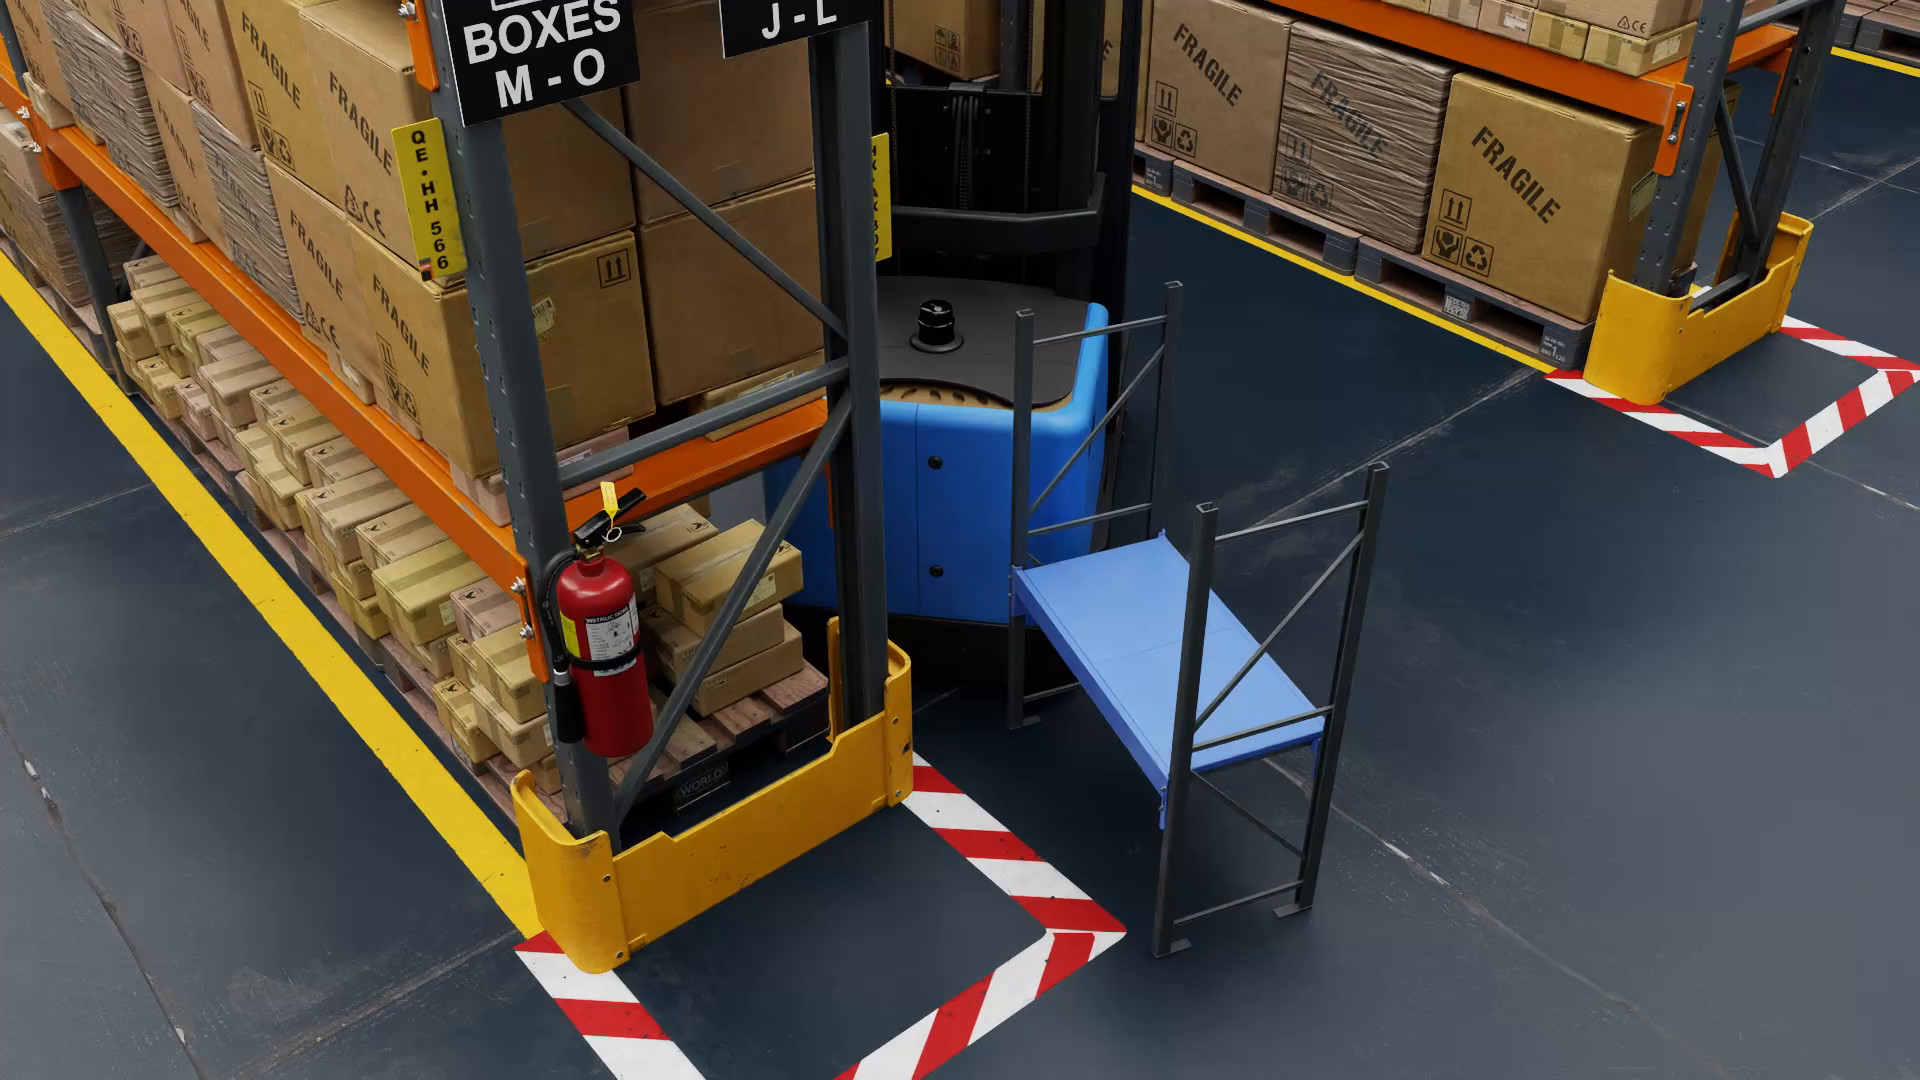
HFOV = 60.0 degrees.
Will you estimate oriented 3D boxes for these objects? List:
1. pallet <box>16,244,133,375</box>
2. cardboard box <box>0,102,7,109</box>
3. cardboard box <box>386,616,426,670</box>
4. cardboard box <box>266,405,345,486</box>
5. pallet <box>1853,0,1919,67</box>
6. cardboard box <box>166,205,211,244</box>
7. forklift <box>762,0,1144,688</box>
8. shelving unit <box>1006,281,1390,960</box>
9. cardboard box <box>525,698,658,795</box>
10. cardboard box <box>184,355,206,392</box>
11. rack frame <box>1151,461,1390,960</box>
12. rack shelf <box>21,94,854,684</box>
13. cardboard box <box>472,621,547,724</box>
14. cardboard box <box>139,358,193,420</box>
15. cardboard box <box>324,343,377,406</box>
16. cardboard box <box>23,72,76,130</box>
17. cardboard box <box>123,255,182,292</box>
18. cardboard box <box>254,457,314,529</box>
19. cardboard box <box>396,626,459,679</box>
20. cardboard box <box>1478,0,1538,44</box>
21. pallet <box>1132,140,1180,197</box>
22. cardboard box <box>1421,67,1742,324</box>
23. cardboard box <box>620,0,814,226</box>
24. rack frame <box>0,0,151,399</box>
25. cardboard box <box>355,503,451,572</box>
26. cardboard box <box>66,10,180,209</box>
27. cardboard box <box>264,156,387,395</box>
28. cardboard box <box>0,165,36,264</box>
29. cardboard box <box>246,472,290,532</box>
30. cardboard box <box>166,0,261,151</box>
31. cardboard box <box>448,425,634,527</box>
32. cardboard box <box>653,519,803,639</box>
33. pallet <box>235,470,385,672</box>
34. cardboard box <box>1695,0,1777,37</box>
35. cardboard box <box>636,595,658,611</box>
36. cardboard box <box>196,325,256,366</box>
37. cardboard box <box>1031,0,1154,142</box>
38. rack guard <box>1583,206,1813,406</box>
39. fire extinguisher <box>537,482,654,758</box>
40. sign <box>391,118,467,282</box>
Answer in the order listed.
[{"bbox_3d":[-3.711,-1.247,7.829,1.003,0.211,1.213,-26,43,-32],"label":"pallet"},{"bbox_3d":[-4.203,-1.966,7.581,0.500,0.250,0.500,-24,42,-30],"label":"cardboard box"},{"bbox_3d":[-1.642,0.233,5.429,0.380,0.149,0.250,-26,43,-31],"label":"cardboard box"},{"bbox_3d":[-2.154,-0.364,5.757,0.380,0.149,0.250,-26,43,-32],"label":"cardboard box"},{"bbox_3d":[6.509,-3.169,10.542,1.003,0.211,1.213,-26,43,-32],"label":"pallet"},{"bbox_3d":[-2.388,-1.129,5.466,0.380,0.149,0.250,-24,42,-30],"label":"cardboard box"},{"bbox_3d":[0.095,-1.555,5.910,1.130,2.935,3.031,5,36,7],"label":"forklift"},{"bbox_3d":[0.580,0.216,4.648,0.538,1.500,1.048,-13,37,-18],"label":"shelving unit"},{"bbox_3d":[-1.125,0.561,4.965,0.380,0.149,0.250,-25,42,-31],"label":"cardboard box"},{"bbox_3d":[-2.801,-0.720,6.517,0.380,0.149,0.250,-26,43,-32],"label":"cardboard box"},{"bbox_3d":[0.770,0.488,4.263,0.500,1.500,0.032,-13,37,-18],"label":"rack frame"},{"bbox_3d":[-1.917,-0.866,5.499,1.077,0.370,4.000,-26,43,-32],"label":"rack shelf"},{"bbox_3d":[-1.161,0.334,4.772,0.380,0.149,0.250,-25,43,-31],"label":"cardboard box"},{"bbox_3d":[-3.046,-0.652,6.679,0.380,0.149,0.250,-25,42,-31],"label":"cardboard box"},{"bbox_3d":[-1.540,-0.545,4.641,0.380,0.149,0.250,-25,42,-31],"label":"cardboard box"},{"bbox_3d":[-3.275,-1.692,6.262,0.380,0.149,0.250,-24,42,-30],"label":"cardboard box"},{"bbox_3d":[-3.143,-1.063,6.745,0.380,0.149,0.250,-24,42,-30],"label":"cardboard box"},{"bbox_3d":[-2.216,-0.216,5.805,0.380,0.149,0.250,-26,43,-31],"label":"cardboard box"},{"bbox_3d":[-1.521,0.239,5.163,0.380,0.149,0.250,-28,44,-33],"label":"cardboard box"},{"bbox_3d":[2.416,-2.239,7.034,0.380,0.149,0.250,-26,43,-32],"label":"cardboard box"},{"bbox_3d":[1.078,-2.345,9.378,1.003,0.211,1.213,-26,43,-32],"label":"pallet"},{"bbox_3d":[2.754,-1.638,7.443,0.875,0.875,0.875,-26,43,-32],"label":"cardboard box"},{"bbox_3d":[-0.713,-1.144,4.060,0.500,0.500,0.500,-26,43,-32],"label":"cardboard box"},{"bbox_3d":[-3.207,-2.042,6.538,1.000,3.000,0.127,-26,43,-32],"label":"rack frame"},{"bbox_3d":[-1.662,-0.003,5.248,0.380,0.149,0.250,-28,44,-33],"label":"cardboard box"},{"bbox_3d":[-2.458,-1.440,5.344,0.500,0.500,0.500,-27,43,-33],"label":"cardboard box"},{"bbox_3d":[-1.441,-0.770,4.398,0.500,0.500,0.500,-27,43,-32],"label":"cardboard box"},{"bbox_3d":[-4.208,-1.653,7.788,0.500,0.500,0.500,-27,43,-33],"label":"cardboard box"},{"bbox_3d":[-2.350,-0.212,6.057,0.380,0.149,0.250,-27,44,-33],"label":"cardboard box"},{"bbox_3d":[-1.781,-1.405,4.430,0.500,0.500,0.500,-24,42,-30],"label":"cardboard box"},{"bbox_3d":[-1.052,-0.212,4.171,0.380,0.149,0.250,-26,43,-32],"label":"cardboard box"},{"bbox_3d":[-0.705,0.115,5.081,0.380,0.149,0.250,-28,44,-34],"label":"cardboard box"},{"bbox_3d":[-1.955,-0.082,6.183,1.003,0.211,1.213,-26,43,-32],"label":"pallet"},{"bbox_3d":[3.251,-2.259,7.061,0.380,0.149,0.250,-25,43,-31],"label":"cardboard box"},{"bbox_3d":[-0.902,0.126,5.323,0.380,0.149,0.250,-26,43,-32],"label":"cardboard box"},{"bbox_3d":[-2.624,-0.720,6.260,0.380,0.149,0.250,-27,43,-33],"label":"cardboard box"},{"bbox_3d":[1.012,-2.830,9.126,0.875,0.875,0.875,-26,43,-32],"label":"cardboard box"},{"bbox_3d":[3.244,-1.051,7.301,1.175,0.500,0.348,-26,43,-32],"label":"rack guard"},{"bbox_3d":[-0.816,0.191,3.775,0.296,0.674,0.183,-26,43,-32],"label":"fire extinguisher"},{"bbox_3d":[-1.063,-0.679,3.339,0.100,0.325,0.005,-26,43,-32],"label":"sign"}]
